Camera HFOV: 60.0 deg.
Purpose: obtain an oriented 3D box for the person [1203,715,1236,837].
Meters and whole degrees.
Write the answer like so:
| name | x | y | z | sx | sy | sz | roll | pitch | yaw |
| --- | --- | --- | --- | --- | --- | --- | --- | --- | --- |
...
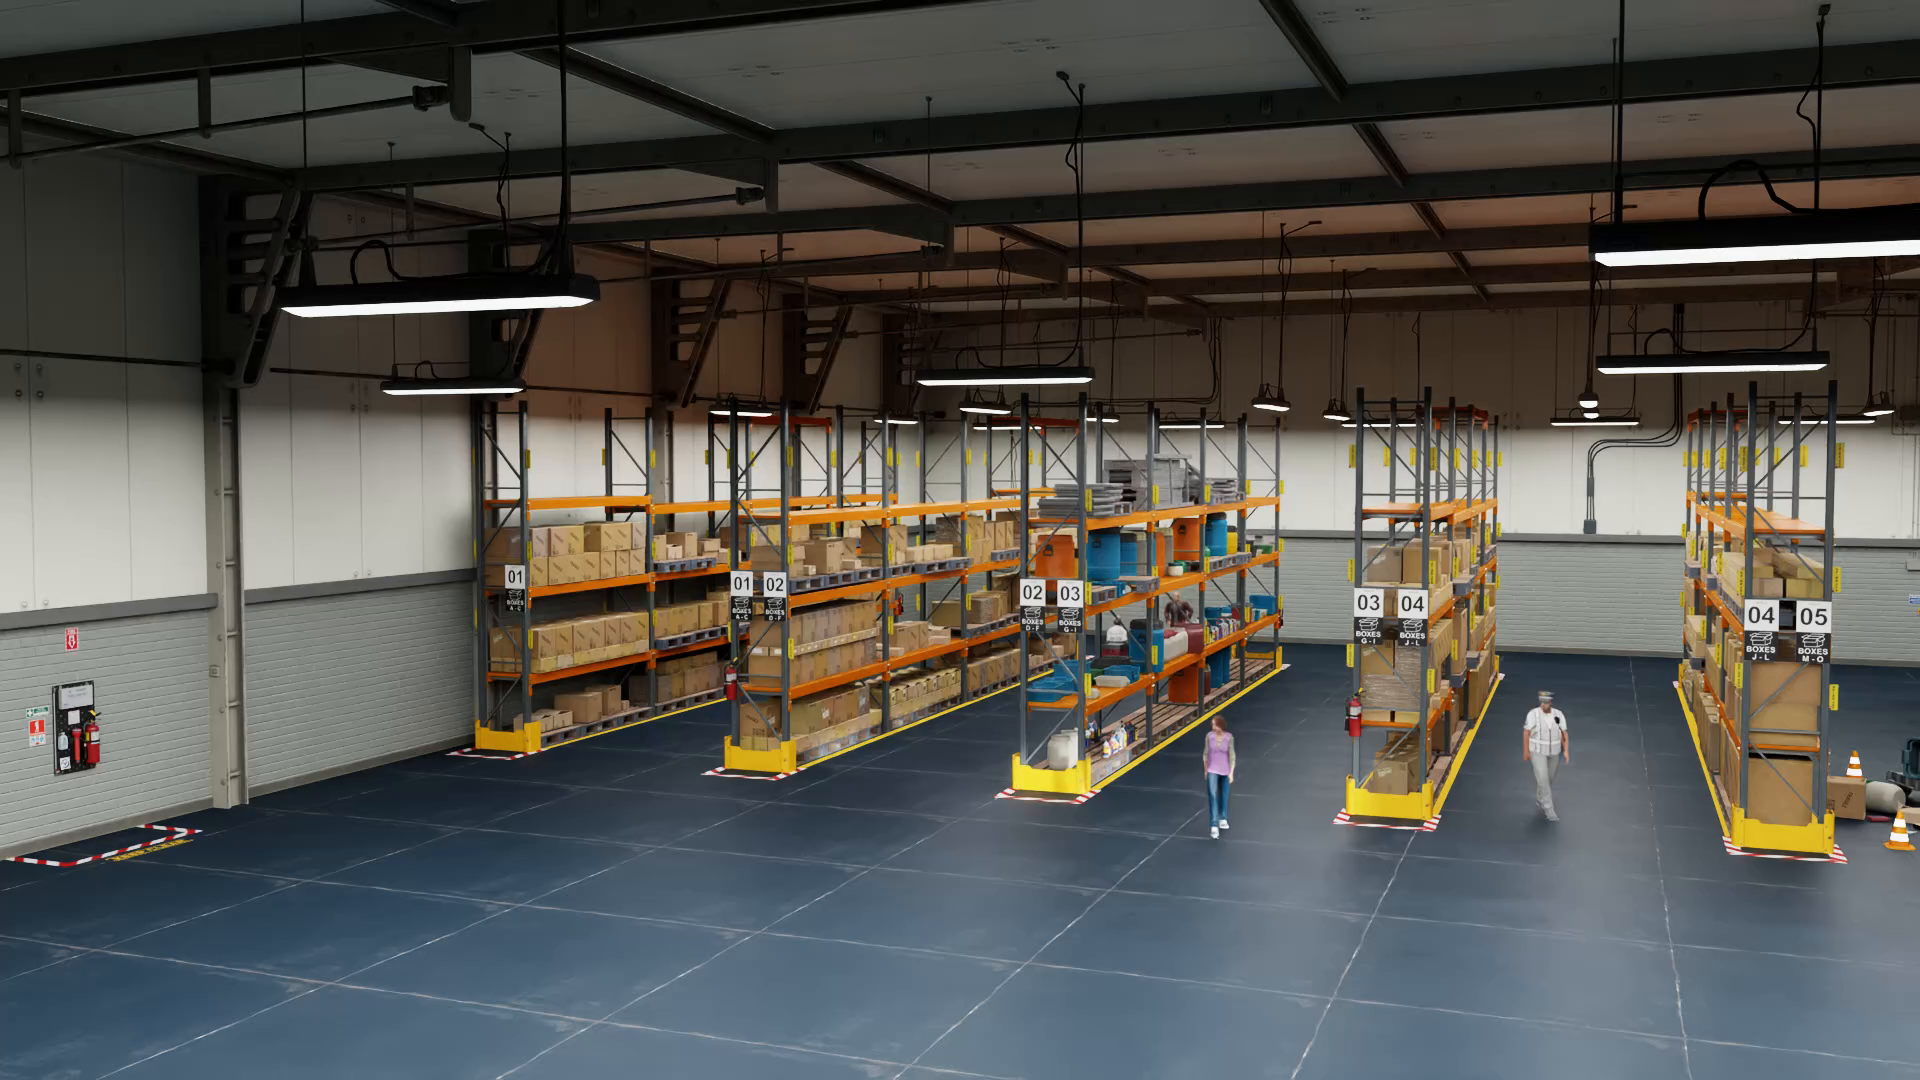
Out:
| name | x | y | z | sx | sy | sz | roll | pitch | yaw |
| --- | --- | --- | --- | --- | --- | --- | --- | --- | --- |
| person | 3.461 | 3.120 | 22.166 | 0.434 | 1.565 | 0.859 | 0 | 3 | 9 |

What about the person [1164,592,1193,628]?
| name | x | y | z | sx | sy | sz | roll | pitch | yaw |
| --- | --- | --- | --- | --- | --- | --- | --- | --- | --- |
| person | 5.518 | 2.132 | 41.888 | 0.746 | 1.686 | 0.648 | 2 | 3 | 29 |

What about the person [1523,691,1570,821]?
| name | x | y | z | sx | sy | sz | roll | pitch | yaw |
| --- | --- | --- | --- | --- | --- | --- | --- | --- | --- |
| person | 8.251 | 2.989 | 23.351 | 0.561 | 1.743 | 0.890 | 0 | 3 | -4 |

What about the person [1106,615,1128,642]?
| name | x | y | z | sx | sy | sz | roll | pitch | yaw |
| --- | --- | --- | --- | --- | --- | --- | --- | --- | --- |
| person | 3.373 | 2.445 | 35.551 | 0.529 | 1.662 | 0.496 | 1 | 3 | 23 |
